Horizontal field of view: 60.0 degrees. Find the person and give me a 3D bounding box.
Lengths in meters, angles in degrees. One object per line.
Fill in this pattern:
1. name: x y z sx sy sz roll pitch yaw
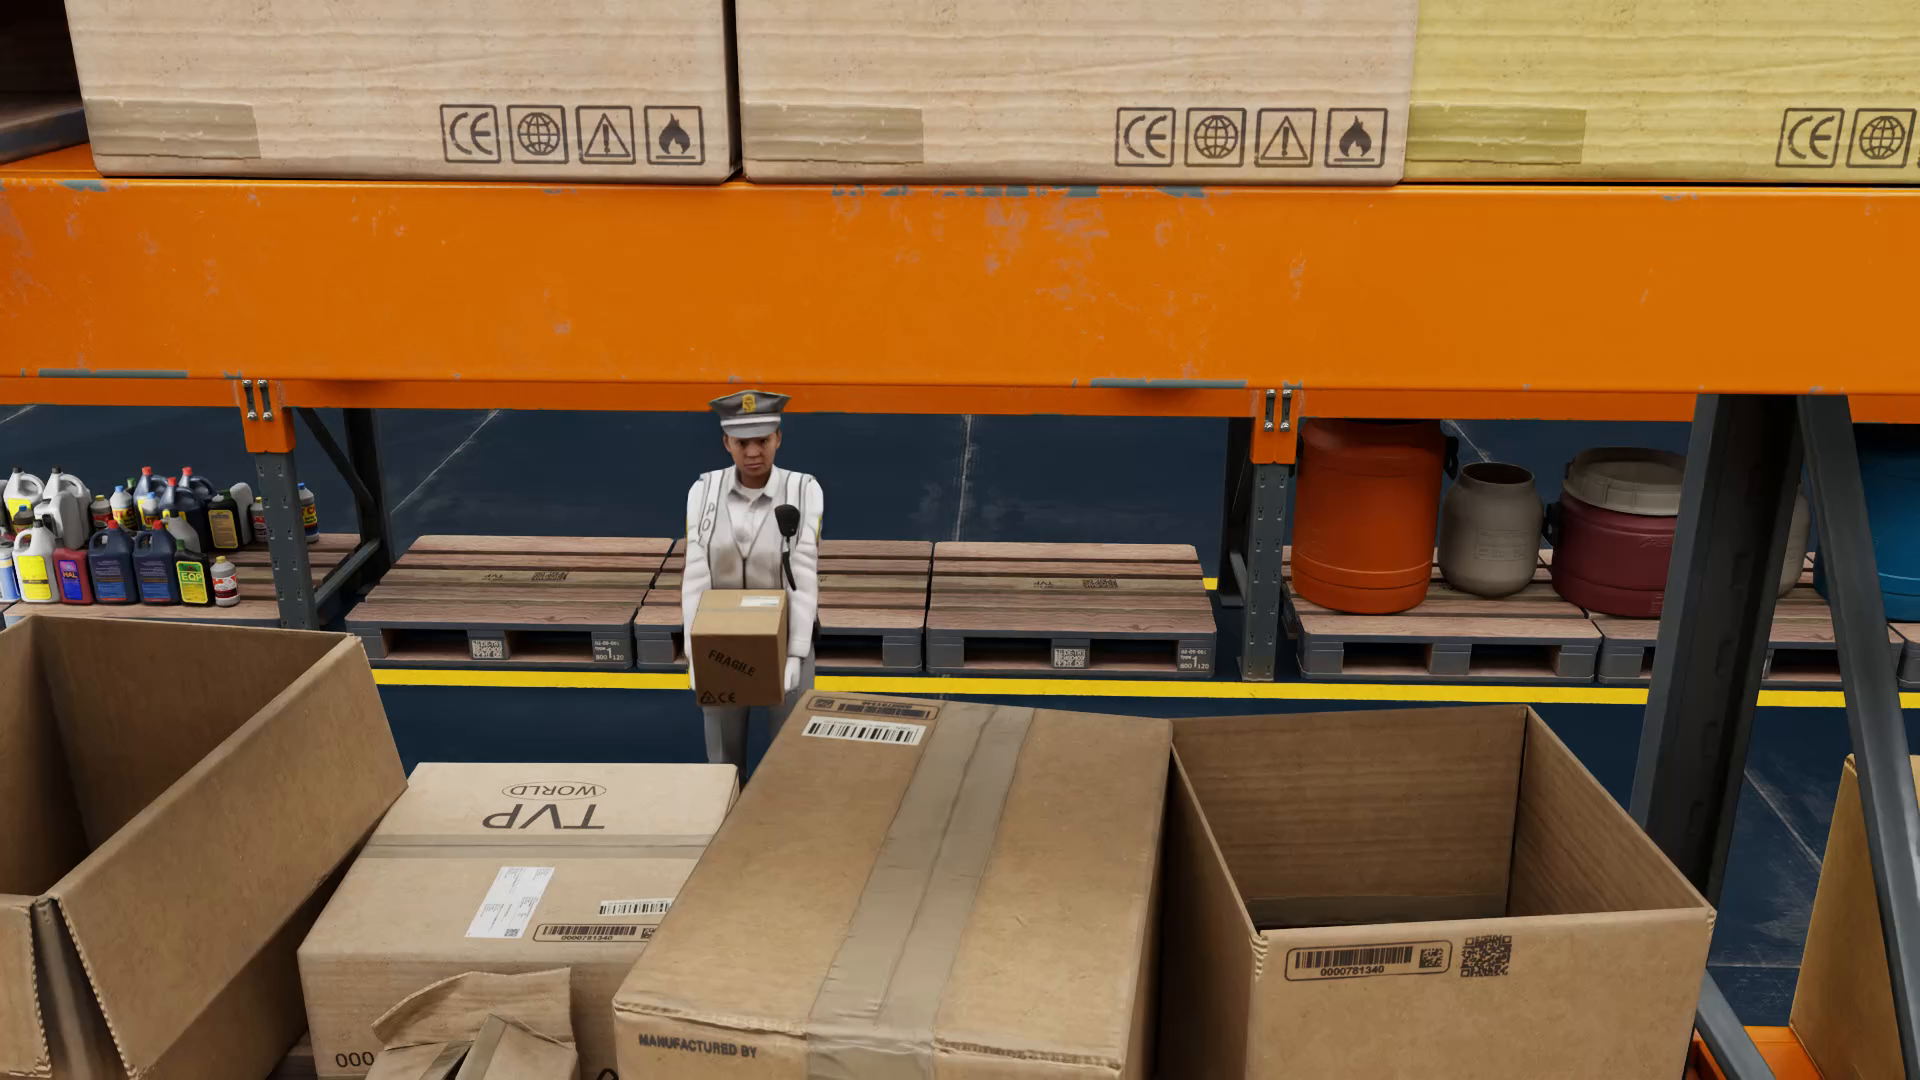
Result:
1. person: -0.606 0.353 5.153 0.544 1.663 0.415 -1 21 -2
